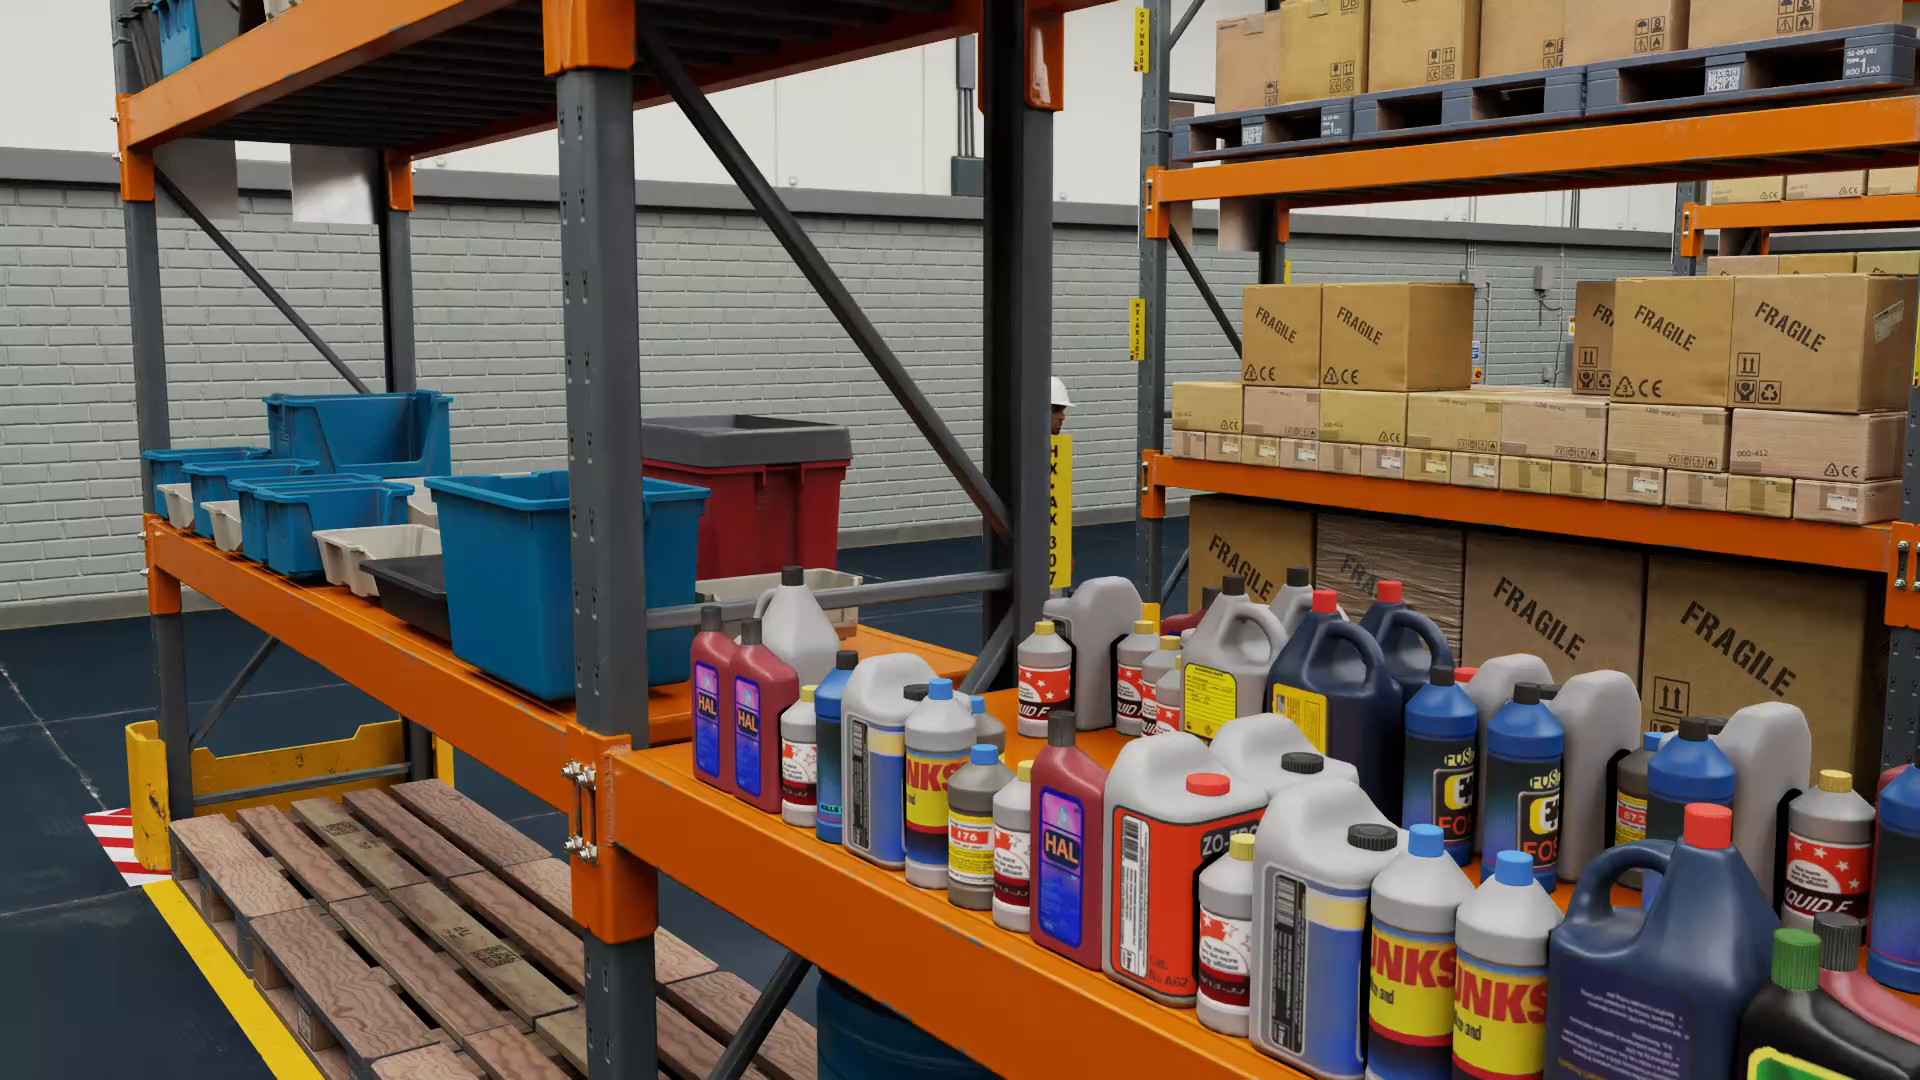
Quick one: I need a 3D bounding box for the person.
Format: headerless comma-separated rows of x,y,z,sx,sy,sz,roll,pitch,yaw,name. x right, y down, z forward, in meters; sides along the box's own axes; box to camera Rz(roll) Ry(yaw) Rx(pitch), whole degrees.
0.359,0.057,8.312,0.457,1.761,0.626,6,10,39,person
